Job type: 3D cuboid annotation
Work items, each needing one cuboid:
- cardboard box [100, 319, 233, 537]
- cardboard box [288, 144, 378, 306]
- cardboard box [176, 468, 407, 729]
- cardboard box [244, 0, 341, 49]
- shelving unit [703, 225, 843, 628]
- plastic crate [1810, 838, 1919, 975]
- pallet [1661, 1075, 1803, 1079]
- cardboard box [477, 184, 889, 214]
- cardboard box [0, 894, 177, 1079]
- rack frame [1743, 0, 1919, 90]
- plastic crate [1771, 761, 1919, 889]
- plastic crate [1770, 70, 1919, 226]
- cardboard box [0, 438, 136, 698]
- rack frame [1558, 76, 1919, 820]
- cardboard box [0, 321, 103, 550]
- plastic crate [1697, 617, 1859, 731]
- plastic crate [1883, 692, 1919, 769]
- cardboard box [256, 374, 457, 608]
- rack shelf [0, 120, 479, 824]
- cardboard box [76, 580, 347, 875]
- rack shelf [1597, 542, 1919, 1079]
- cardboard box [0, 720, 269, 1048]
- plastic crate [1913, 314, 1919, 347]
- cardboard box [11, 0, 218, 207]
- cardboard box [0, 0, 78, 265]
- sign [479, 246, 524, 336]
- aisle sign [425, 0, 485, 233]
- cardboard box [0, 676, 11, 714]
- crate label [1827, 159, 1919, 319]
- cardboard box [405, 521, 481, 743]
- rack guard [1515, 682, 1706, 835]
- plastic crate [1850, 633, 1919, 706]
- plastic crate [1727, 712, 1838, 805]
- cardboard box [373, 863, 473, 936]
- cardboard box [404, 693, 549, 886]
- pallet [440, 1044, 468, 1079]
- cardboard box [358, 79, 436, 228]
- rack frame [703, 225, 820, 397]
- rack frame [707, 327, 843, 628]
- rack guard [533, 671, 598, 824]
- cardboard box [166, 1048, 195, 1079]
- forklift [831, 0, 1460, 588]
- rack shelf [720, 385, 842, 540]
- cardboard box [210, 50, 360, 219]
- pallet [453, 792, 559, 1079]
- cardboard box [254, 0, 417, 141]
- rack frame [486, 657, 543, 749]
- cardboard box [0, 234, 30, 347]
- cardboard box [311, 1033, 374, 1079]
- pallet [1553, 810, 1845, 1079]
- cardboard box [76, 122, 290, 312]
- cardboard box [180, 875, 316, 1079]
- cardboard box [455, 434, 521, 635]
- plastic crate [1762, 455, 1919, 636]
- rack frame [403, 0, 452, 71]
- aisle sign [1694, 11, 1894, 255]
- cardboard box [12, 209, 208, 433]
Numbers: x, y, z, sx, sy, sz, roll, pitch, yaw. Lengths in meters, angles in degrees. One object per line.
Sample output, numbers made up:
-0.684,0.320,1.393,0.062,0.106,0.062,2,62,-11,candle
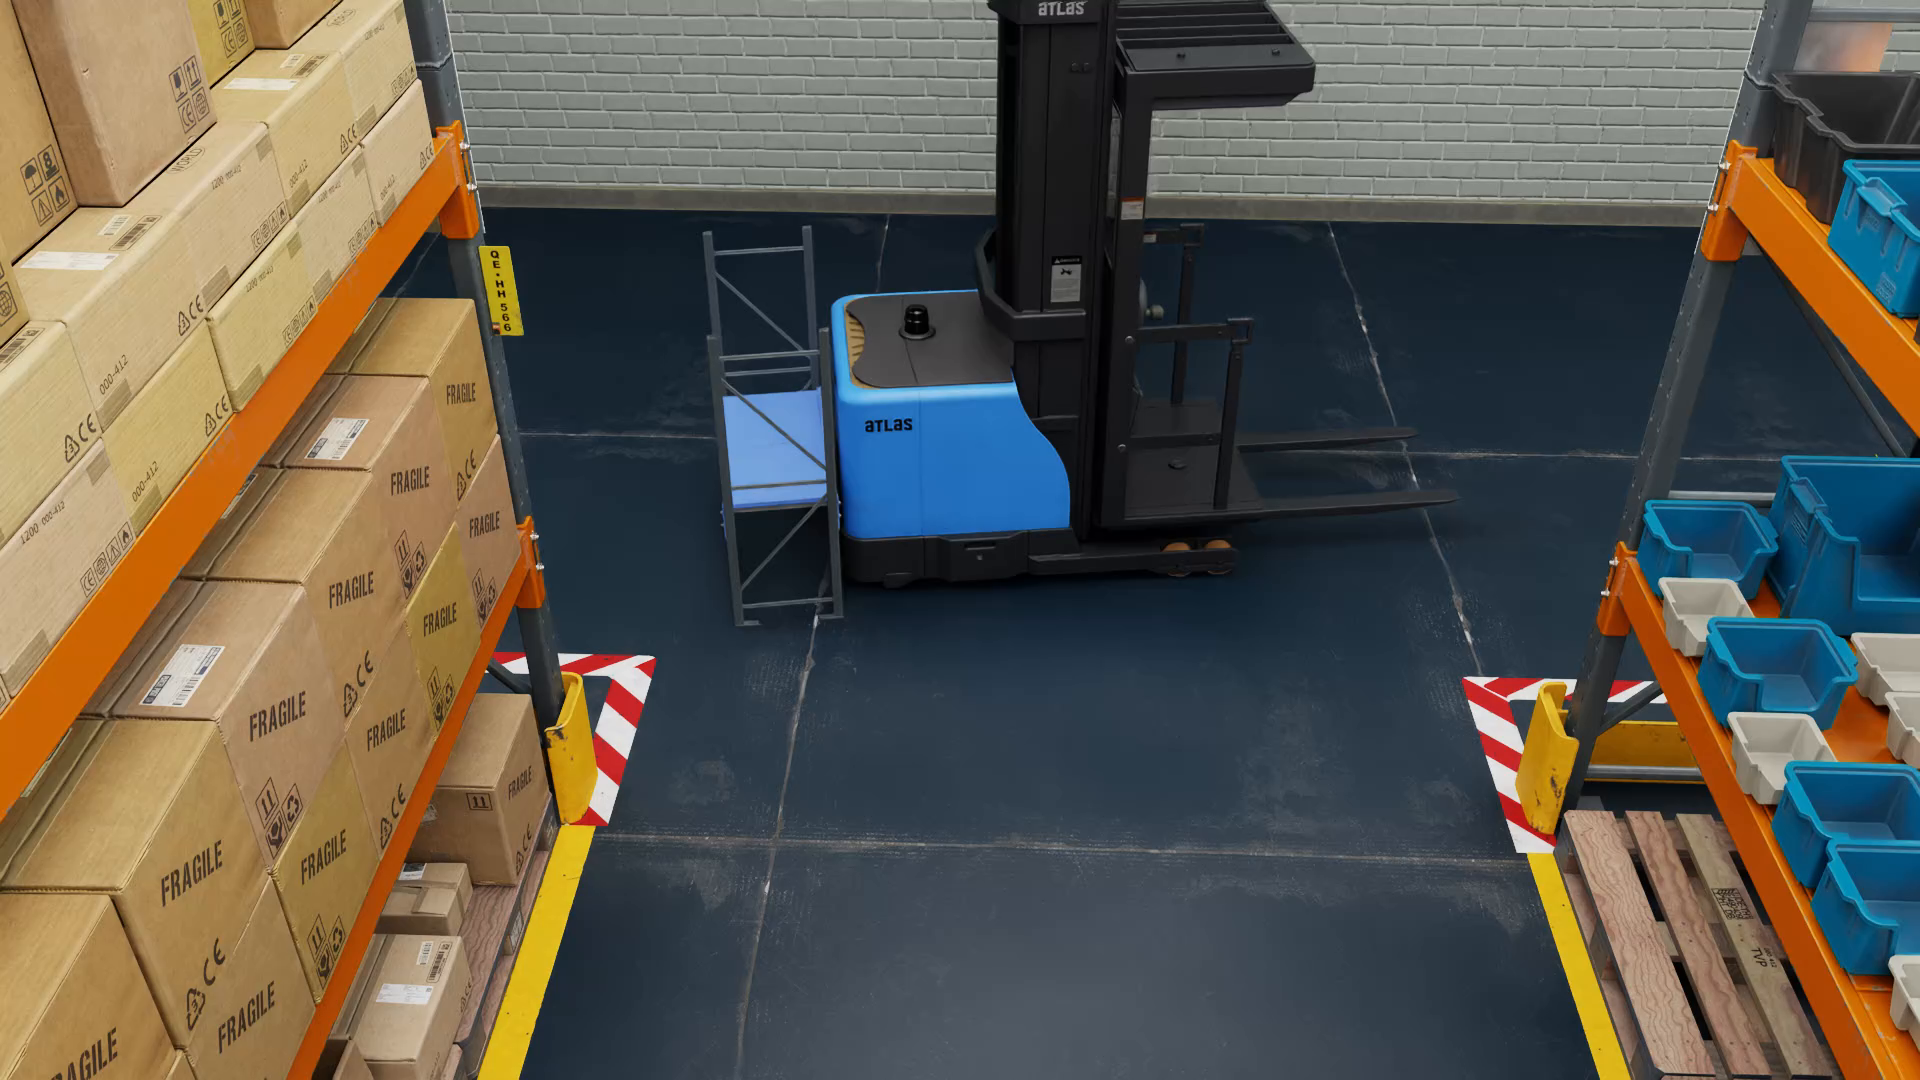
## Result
-1.912,-0.252,3.521,0.500,0.250,0.500,1,35,2,cardboard box
-1.869,-0.826,4.339,0.500,0.250,0.500,1,35,2,cardboard box
-1.859,0.152,4.469,0.500,0.500,0.500,2,35,3,cardboard box
-2.085,-1.630,4.396,0.700,0.500,0.500,1,35,2,cardboard box
-0.864,-0.528,7.697,0.538,1.500,1.048,-5,35,-7,shelving unit
2.465,0.975,4.347,0.416,0.233,0.300,1,35,2,plastic crate
2.745,2.181,4.963,1.003,0.211,1.213,1,35,2,pallet
-3.488,-3.543,10.595,6.002,3.100,0.262,2,35,2,cardboard box
-1.921,1.039,3.207,0.500,0.500,0.500,0,35,0,cardboard box
2.869,-2.587,4.104,1.000,3.000,0.127,1,35,2,rack frame
2.477,0.803,4.593,0.416,0.233,0.300,1,35,2,plastic crate
2.575,-1.091,4.699,0.497,0.269,0.590,1,35,2,plastic crate
-1.929,0.036,3.112,0.500,0.250,0.500,1,35,2,cardboard box
2.869,-0.132,5.829,1.000,3.000,0.127,1,35,2,rack frame
-1.923,-0.169,2.968,0.500,0.250,0.500,1,35,2,cardboard box
2.504,0.424,5.131,0.416,0.233,0.300,1,35,2,plastic crate
2.991,0.590,4.979,0.396,0.136,0.243,1,35,2,plastic crate
-1.843,-0.146,4.893,0.500,0.500,0.500,2,35,3,cardboard box
-2.161,-0.032,3.704,1.077,0.370,4.000,1,35,2,rack shelf
-1.880,0.447,4.049,0.500,0.500,0.500,2,35,3,cardboard box
2.789,1.311,4.401,1.077,0.370,4.000,1,35,2,rack shelf
-1.900,0.744,3.627,0.500,0.500,0.500,0,35,0,cardboard box
2.533,-0.463,3.745,0.504,0.338,0.767,1,35,2,plastic crate
-2.102,-1.055,3.578,0.700,0.500,0.500,1,35,2,cardboard box
-2.216,-0.770,3.172,0.700,0.500,0.500,1,35,2,cardboard box
-1.527,-0.827,5.537,0.100,0.325,0.005,1,35,2,sign
-1.772,-1.344,5.293,0.394,0.787,0.004,1,35,2,aisle sign
-1.950,0.323,2.704,0.500,0.250,0.500,1,35,2,cardboard box
2.509,-0.776,4.266,0.408,0.251,0.502,1,35,2,crate label
-1.844,0.272,5.167,0.500,0.500,0.500,2,35,2,cardboard box
2.857,0.877,6.568,1.175,0.500,0.348,1,35,2,rack guard
3.017,0.424,5.215,0.396,0.136,0.243,1,35,2,plastic crate
2.407,0.658,4.883,0.250,0.136,0.298,1,35,2,plastic crate
-1.962,1.279,5.903,0.380,0.166,0.250,1,35,2,cardboard box
-1.856,0.912,6.135,0.500,0.500,0.500,1,35,2,cardboard box
-2.166,2.093,5.088,1.003,0.211,1.213,1,35,2,pallet
-1.838,-1.113,4.747,0.500,0.250,0.500,1,35,2,cardboard box
-0.936,-0.818,8.109,0.500,1.500,0.032,-5,35,-7,rack frame
-0.792,-0.239,7.286,0.500,1.500,0.032,-5,35,-7,rack frame
-2.083,0.818,6.652,1.175,0.500,0.348,1,35,2,rack guard
-2.147,0.693,4.568,1.079,0.500,3.026,2,35,3,cardboard box
0.911,-1.322,7.582,3.031,2.935,1.130,-3,35,-5,forklift
-0.864,-0.381,7.801,0.538,0.185,1.000,-5,35,-7,rack shelf
-1.866,-1.031,4.195,0.500,0.250,0.500,1,35,2,cardboard box
-2.114,1.394,6.083,1.003,0.211,1.213,1,35,2,pallet
-1.846,-1.318,4.604,0.500,0.250,0.500,1,35,2,cardboard box
-2.084,-0.249,5.995,0.949,2.616,0.053,1,35,2,rack frame
-2.084,-0.479,2.758,0.700,0.500,0.500,1,35,2,cardboard box
-2.171,1.811,4.852,0.797,0.503,0.637,1,35,2,cardboard box
2.797,1.482,5.958,1.003,0.211,1.213,1,35,2,pallet
-1.890,-0.744,3.786,0.500,0.250,0.500,1,35,2,cardboard box
-1.909,1.140,3.932,0.500,0.500,0.500,1,35,2,cardboard box
-1.826,-0.026,5.591,0.500,0.500,0.500,2,35,3,cardboard box
3.042,0.026,5.522,0.616,0.435,0.499,1,35,2,plastic crate
-2.080,-2.703,4.270,1.000,3.000,0.127,1,35,2,rack frame
2.575,-1.244,5.150,0.394,0.787,0.004,1,35,2,aisle sign
-1.903,-0.456,3.377,0.500,0.250,0.500,1,35,2,cardboard box
